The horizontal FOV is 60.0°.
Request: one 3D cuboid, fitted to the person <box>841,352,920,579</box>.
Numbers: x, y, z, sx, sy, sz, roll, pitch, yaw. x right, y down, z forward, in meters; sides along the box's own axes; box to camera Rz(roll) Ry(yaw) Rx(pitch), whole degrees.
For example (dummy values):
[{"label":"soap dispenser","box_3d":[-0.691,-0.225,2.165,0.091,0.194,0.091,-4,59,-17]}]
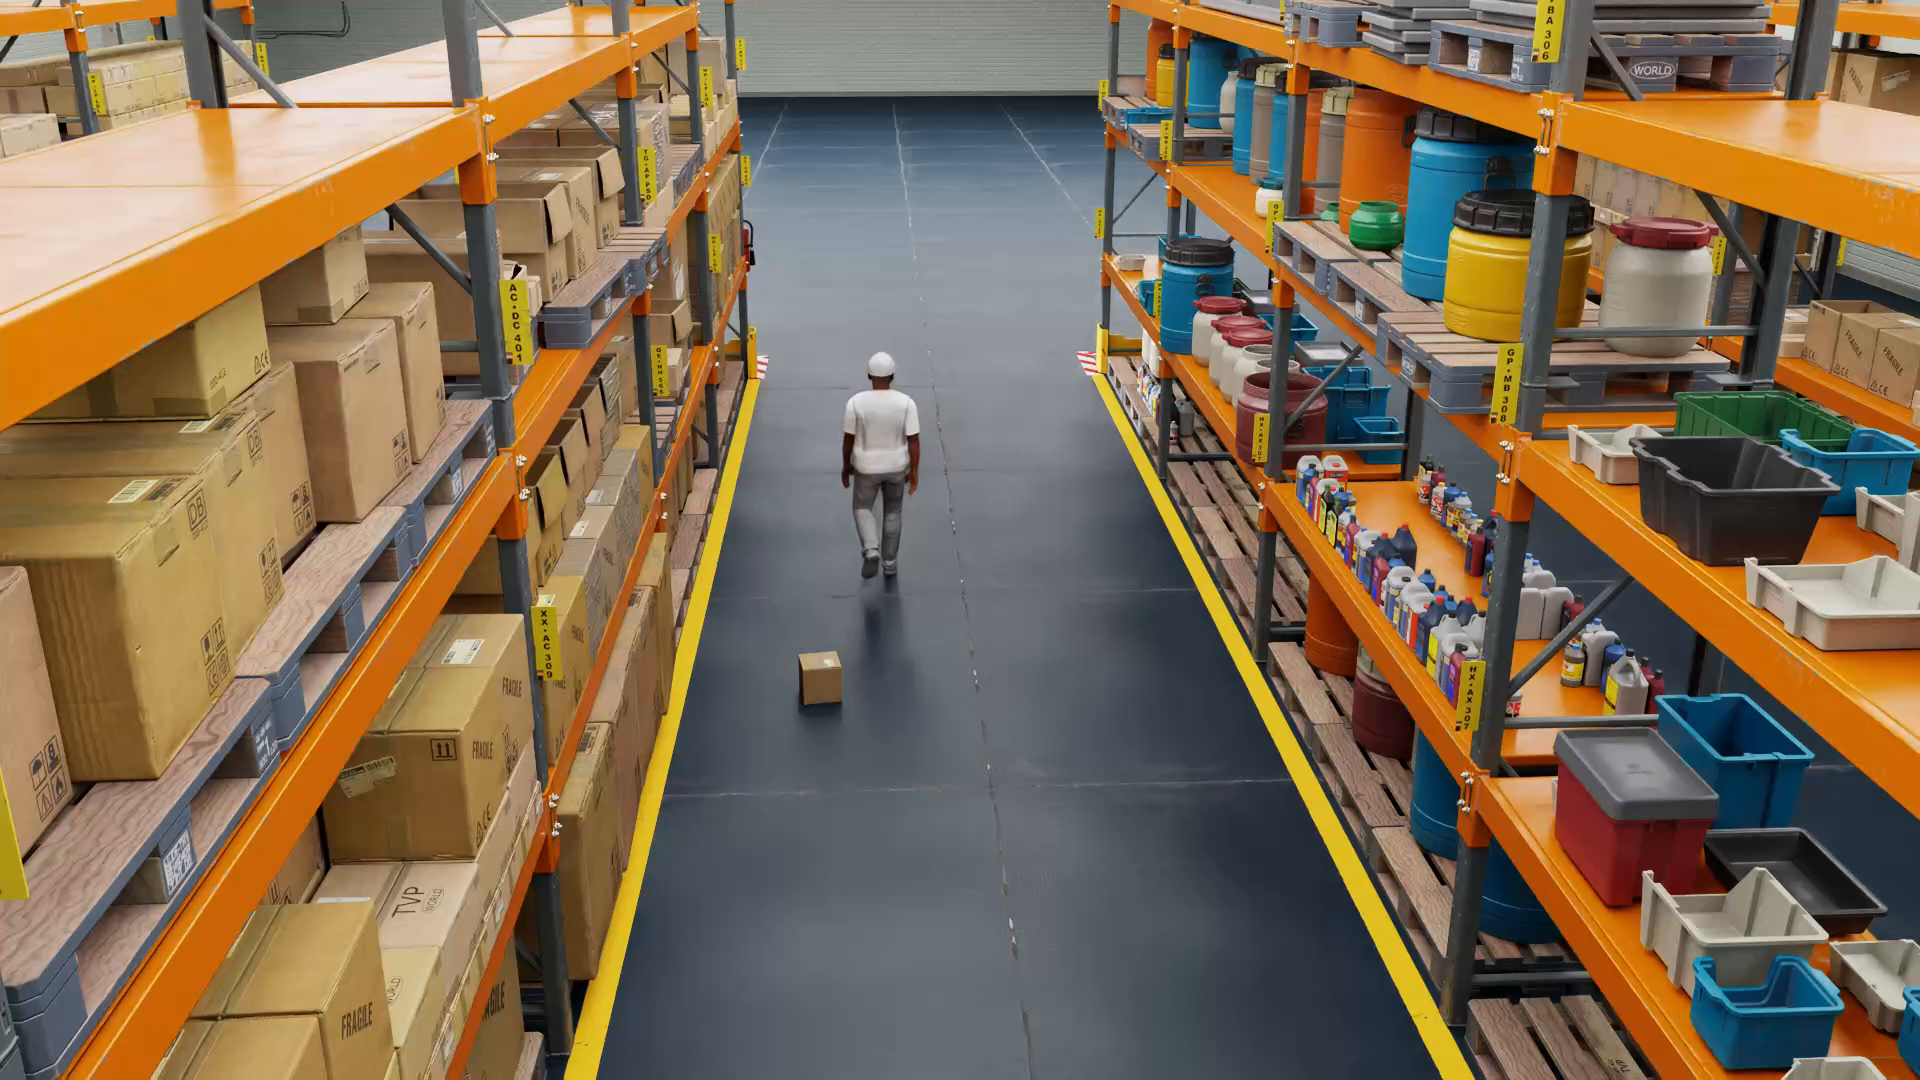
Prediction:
[{"label":"person","box_3d":[-0.593,-0.538,12.432,0.584,1.751,0.649,-2,20,-6]}]
